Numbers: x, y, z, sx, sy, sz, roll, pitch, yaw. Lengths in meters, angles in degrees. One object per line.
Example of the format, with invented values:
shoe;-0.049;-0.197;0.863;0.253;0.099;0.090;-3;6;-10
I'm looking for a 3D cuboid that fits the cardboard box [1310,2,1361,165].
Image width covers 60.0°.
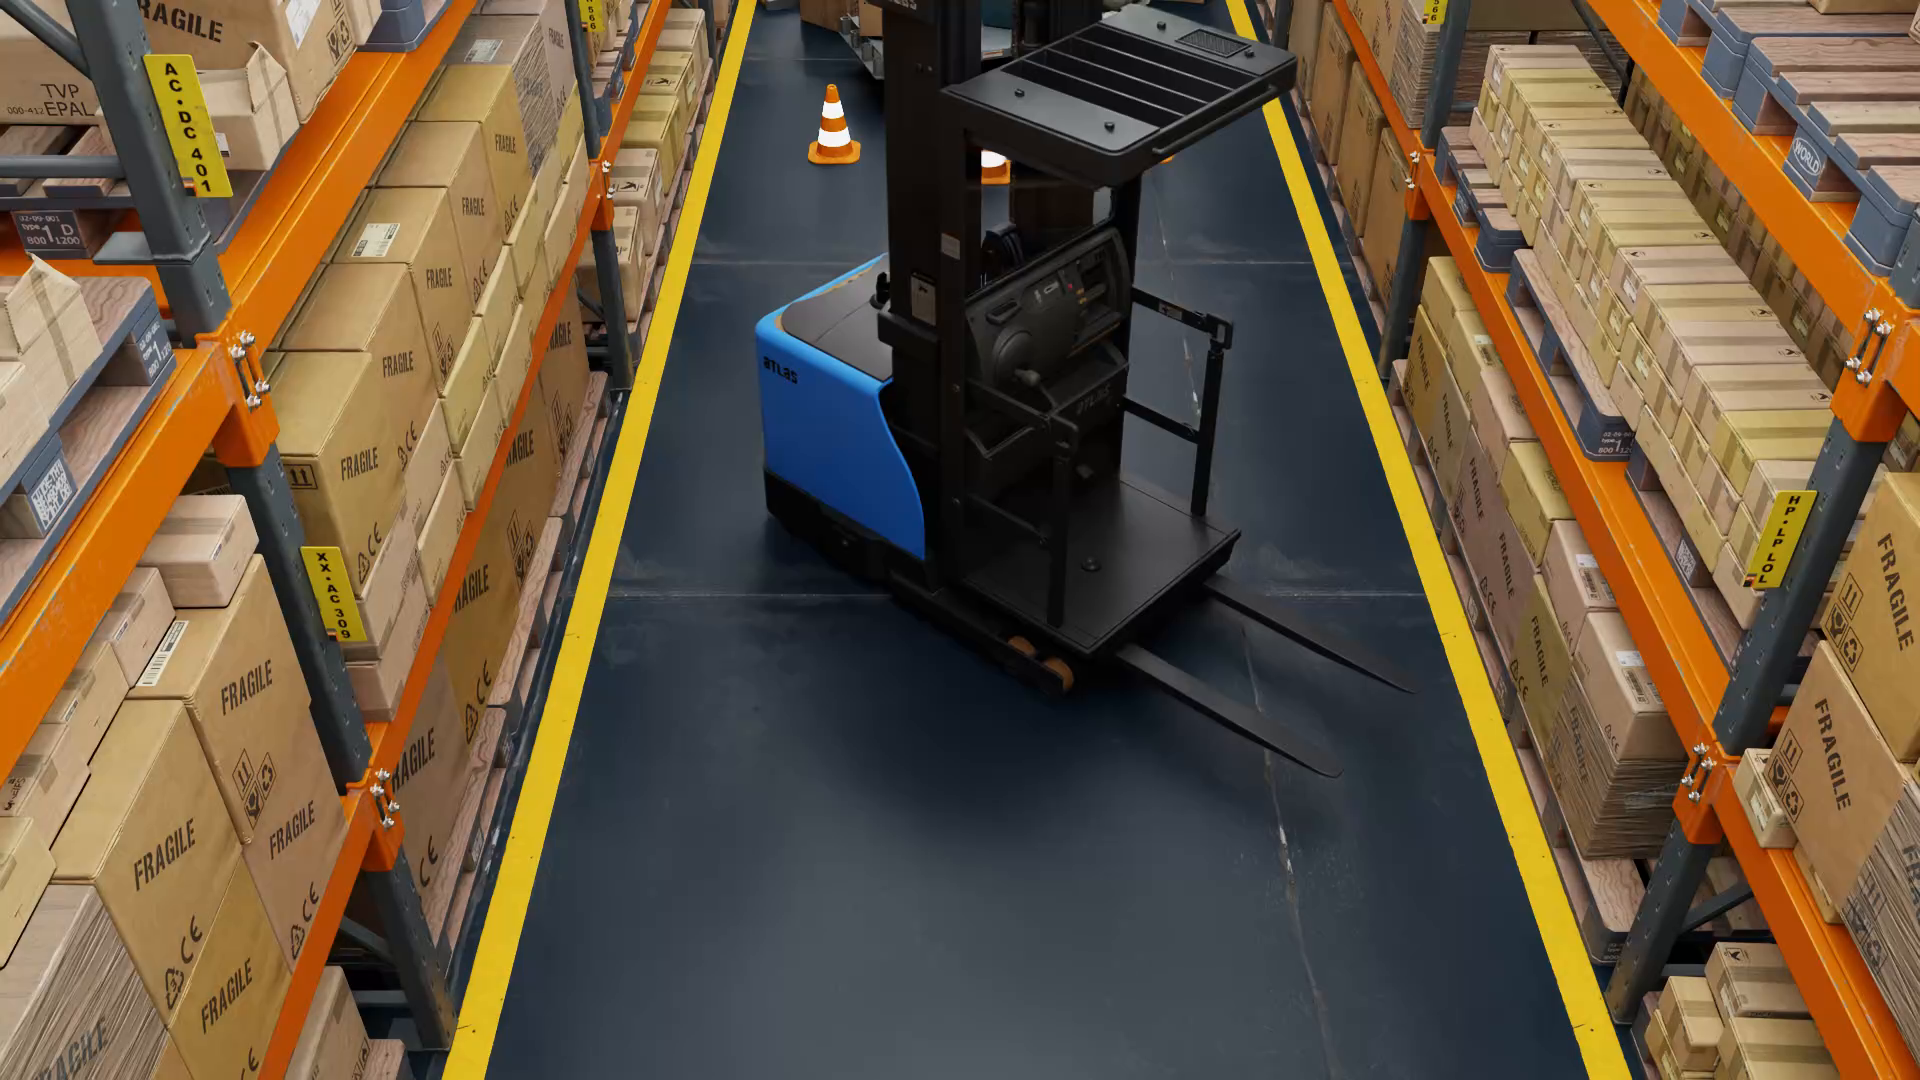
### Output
cardboard box;2.813;-2.848;10.368;1.050;0.750;0.750;0;39;0

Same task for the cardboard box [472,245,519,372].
cardboard box;-1.940;-0.853;6.137;0.500;0.250;0.500;-1;39;-1

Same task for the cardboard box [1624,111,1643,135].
cardboard box;3.189;-1.810;7.474;0.380;0.149;0.250;1;39;1

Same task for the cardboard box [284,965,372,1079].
cardboard box;-2.323;1.745;4.887;0.875;0.438;0.875;-1;39;-1

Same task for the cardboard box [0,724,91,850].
cardboard box;-1.997;0.506;3.322;0.380;0.149;0.250;0;39;0

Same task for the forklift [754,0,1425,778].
forklift;0.519;-0.862;6.481;3.031;2.935;1.130;29;47;32

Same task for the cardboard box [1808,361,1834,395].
cardboard box;3.191;-0.509;5.851;0.380;0.149;0.250;-2;39;-2

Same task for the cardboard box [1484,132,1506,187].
cardboard box;2.528;-1.670;7.300;0.380;0.149;0.250;2;39;2

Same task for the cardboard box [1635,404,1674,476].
cardboard box;2.536;-0.340;5.640;0.380;0.149;0.250;-2;39;-2

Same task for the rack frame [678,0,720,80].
rack frame;-2.225;-4.487;10.950;1.000;3.000;0.127;0;39;0

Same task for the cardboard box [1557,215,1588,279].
cardboard box;2.532;-1.126;6.384;0.380;0.149;0.250;0;39;0

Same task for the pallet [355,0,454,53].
pallet;-2.163;-1.980;5.574;1.003;0.211;1.213;2;39;2

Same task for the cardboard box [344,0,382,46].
cardboard box;-1.868;-1.518;4.699;0.380;0.166;0.250;-3;39;-3

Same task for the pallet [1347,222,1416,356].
pallet;2.804;-1.457;9.399;1.003;0.211;1.213;0;39;0

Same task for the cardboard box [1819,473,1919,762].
cardboard box;2.491;0.187;4.001;0.500;0.500;0.500;1;39;1

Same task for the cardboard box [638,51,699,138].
cardboard box;-2.218;-2.847;10.670;0.950;0.372;0.625;2;39;3

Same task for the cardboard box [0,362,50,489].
cardboard box;-1.895;-0.195;2.981;0.380;0.149;0.250;1;39;1

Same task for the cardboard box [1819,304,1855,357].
cardboard box;3.191;-0.746;5.672;0.380;0.149;0.250;0;39;0

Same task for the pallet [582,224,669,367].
pallet;-2.220;-1.386;9.310;1.003;0.211;1.213;0;39;0

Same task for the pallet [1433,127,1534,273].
pallet;2.837;-1.531;7.416;1.213;0.211;1.003;0;39;0

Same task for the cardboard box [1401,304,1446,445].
cardboard box;2.475;-0.798;8.010;0.500;0.500;0.500;-2;39;-2

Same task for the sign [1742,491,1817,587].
sign;2.179;0.000;4.425;0.100;0.325;0.005;0;39;0

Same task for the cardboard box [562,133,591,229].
cardboard box;-1.960;-1.611;7.481;0.500;0.250;0.500;-1;39;-2

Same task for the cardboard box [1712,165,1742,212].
cardboard box;3.185;-1.405;6.494;0.380;0.149;0.250;0;39;0

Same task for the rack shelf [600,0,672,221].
rack shelf;-2.223;-2.955;9.614;1.077;0.370;4.000;0;39;0

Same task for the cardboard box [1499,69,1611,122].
cardboard box;2.539;-1.893;7.102;0.380;0.149;0.250;-1;39;-1

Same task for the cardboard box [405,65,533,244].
cardboard box;-1.956;-1.460;6.293;0.500;0.500;0.500;0;39;0

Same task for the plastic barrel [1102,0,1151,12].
plastic barrel;1.189;-4.256;12.723;0.512;0.421;0.421;28;46;30

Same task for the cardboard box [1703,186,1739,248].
cardboard box;3.188;-1.282;6.578;0.380;0.149;0.250;0;39;0

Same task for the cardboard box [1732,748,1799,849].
cardboard box;2.407;0.725;4.648;0.380;0.149;0.250;1;39;2

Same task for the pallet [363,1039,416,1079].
pallet;-2.293;2.080;4.986;1.003;0.211;1.213;0;39;0

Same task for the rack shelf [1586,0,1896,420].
rack shelf;2.732;-1.691;5.638;1.077;0.370;4.000;0;39;0

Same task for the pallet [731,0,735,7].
pallet;-2.266;-4.583;13.300;1.003;0.211;1.213;0;39;0

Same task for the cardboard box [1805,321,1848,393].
cardboard box;3.187;-0.634;5.769;0.380;0.149;0.250;1;39;2

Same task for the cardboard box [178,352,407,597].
cardboard box;-1.929;-0.188;4.707;0.500;0.500;0.500;0;39;0

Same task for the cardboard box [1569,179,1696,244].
cardboard box;2.539;-1.239;6.287;0.380;0.149;0.250;1;39;1

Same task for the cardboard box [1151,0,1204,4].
cardboard box;1.697;-4.549;13.025;0.500;0.500;0.500;6;39;8

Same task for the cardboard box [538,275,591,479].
cardboard box;-2.303;-0.888;7.823;0.875;0.875;0.875;0;39;0

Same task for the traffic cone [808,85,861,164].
traffic cone;-0.824;-2.722;10.777;0.336;0.463;0.334;0;39;0

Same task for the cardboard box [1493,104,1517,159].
cardboard box;2.531;-1.762;7.177;0.380;0.149;0.250;2;39;2

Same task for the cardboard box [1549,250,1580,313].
cardboard box;2.531;-1.009;6.475;0.380;0.149;0.250;0;39;1

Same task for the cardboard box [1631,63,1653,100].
cardboard box;3.188;-2.044;7.291;0.380;0.149;0.250;-1;39;-2

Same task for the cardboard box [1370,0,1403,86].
cardboard box;2.461;-2.684;8.621;0.500;0.500;0.500;0;39;0

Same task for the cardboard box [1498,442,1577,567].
cardboard box;2.478;-0.149;6.601;0.500;0.250;0.500;-2;39;-2

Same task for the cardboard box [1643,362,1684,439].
cardboard box;2.532;-0.472;5.568;0.380;0.149;0.250;-1;39;-2

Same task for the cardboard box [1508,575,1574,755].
cardboard box;2.481;0.478;6.418;0.500;0.500;0.500;-1;39;-1

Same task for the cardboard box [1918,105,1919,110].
cardboard box;2.843;-1.161;3.986;0.700;0.500;0.500;0;39;0

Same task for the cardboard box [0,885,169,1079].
cardboard box;-1.937;1.018;3.202;0.500;0.500;0.500;0;39;1

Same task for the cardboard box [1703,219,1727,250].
cardboard box;3.187;-1.169;6.675;0.380;0.149;0.250;-2;39;-2

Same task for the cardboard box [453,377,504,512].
cardboard box;-1.939;-0.345;5.901;0.500;0.250;0.500;0;39;0

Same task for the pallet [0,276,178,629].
pallet;-2.226;-0.108;3.158;1.003;0.211;1.213;0;39;0

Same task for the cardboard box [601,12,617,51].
cardboard box;-1.956;-2.602;8.464;0.380;0.149;0.250;-2;39;-3

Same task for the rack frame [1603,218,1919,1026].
rack frame;2.734;0.450;4.790;1.000;3.000;0.127;0;39;0

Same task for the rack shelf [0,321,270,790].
rack shelf;-2.214;0.877;2.433;1.077;0.370;4.000;0;39;0

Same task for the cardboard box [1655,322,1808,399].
cardboard box;2.538;-0.593;5.481;0.380;0.149;0.250;0;39;0

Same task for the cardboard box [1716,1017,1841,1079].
cardboard box;2.468;1.554;4.881;0.380;0.149;0.250;2;39;2

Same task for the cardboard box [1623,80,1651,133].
cardboard box;3.185;-1.925;7.381;0.380;0.149;0.250;1;39;1
